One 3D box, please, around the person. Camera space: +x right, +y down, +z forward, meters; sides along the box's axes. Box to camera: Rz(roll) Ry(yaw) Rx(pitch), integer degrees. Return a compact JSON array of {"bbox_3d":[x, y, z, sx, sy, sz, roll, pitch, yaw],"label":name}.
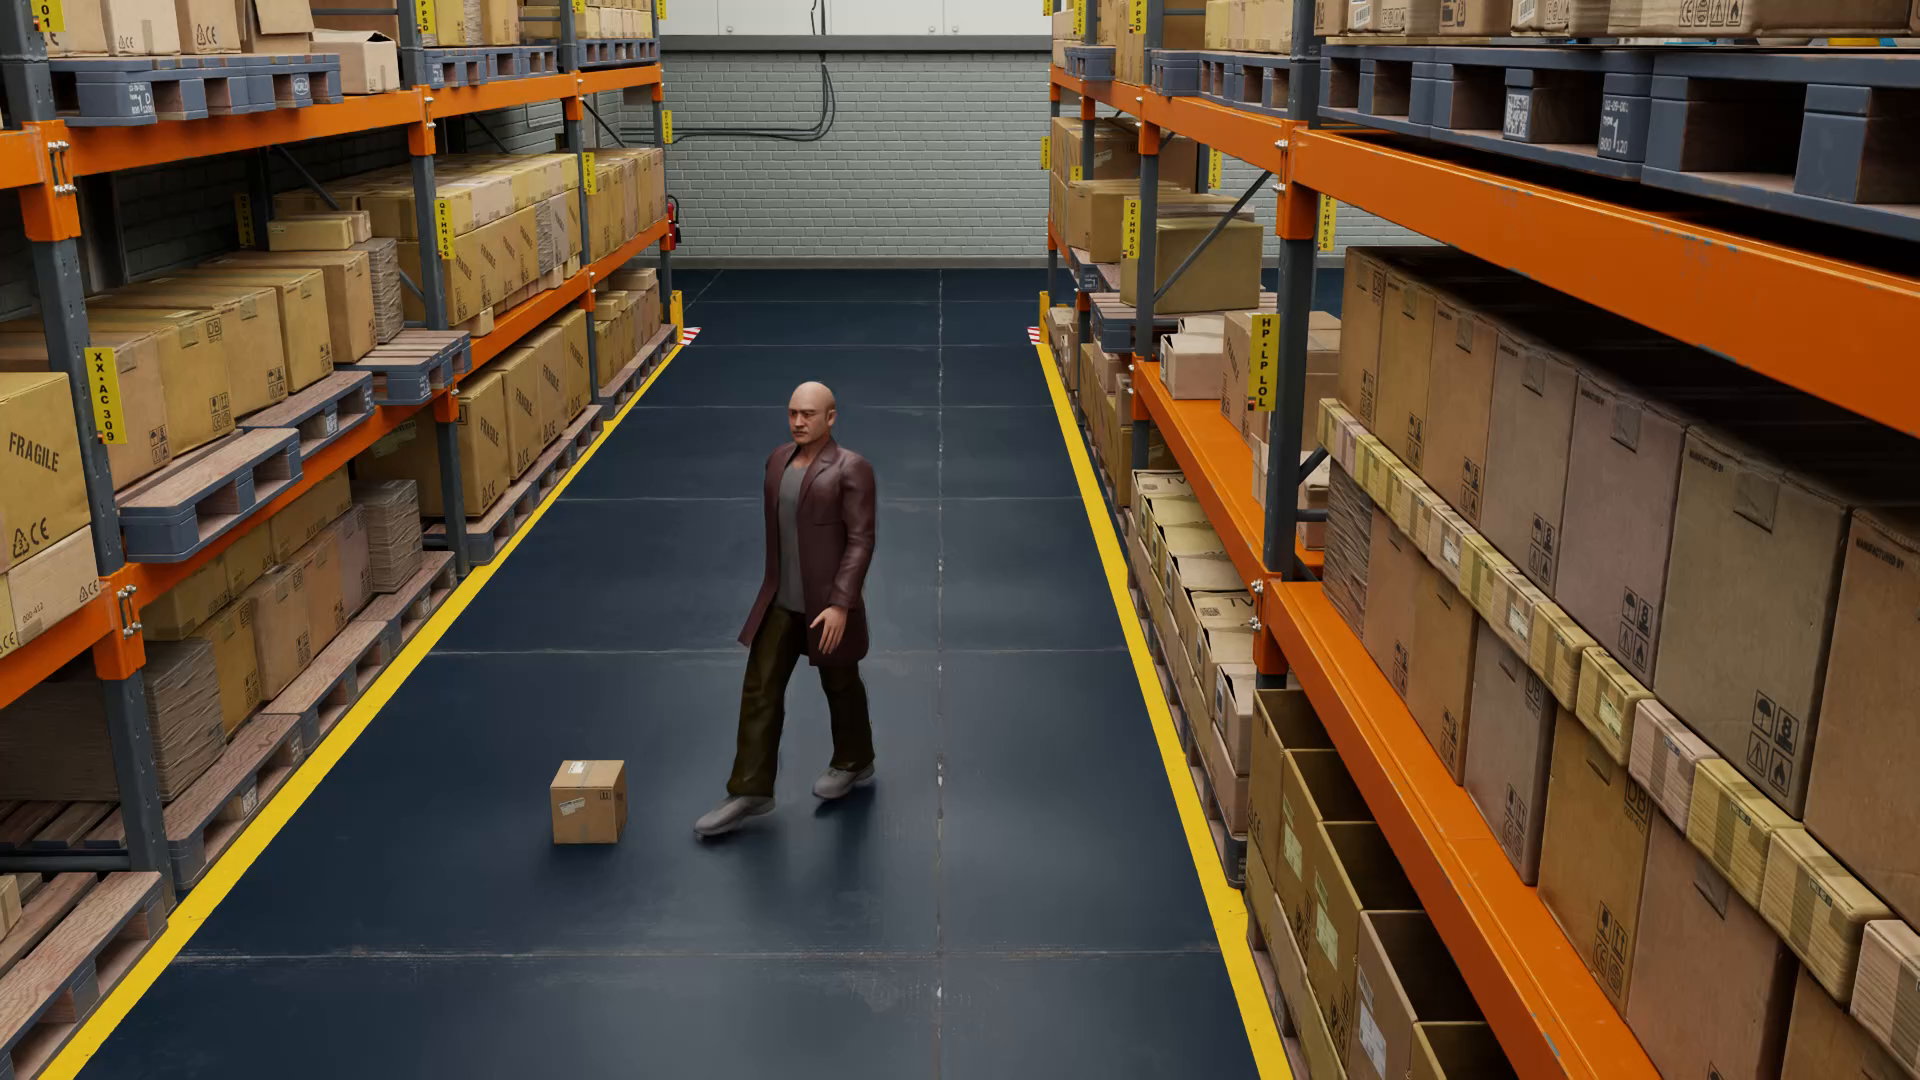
[{"bbox_3d":[-0.655,0.266,6.626,0.610,1.755,0.878,9,19,28],"label":"person"}]
